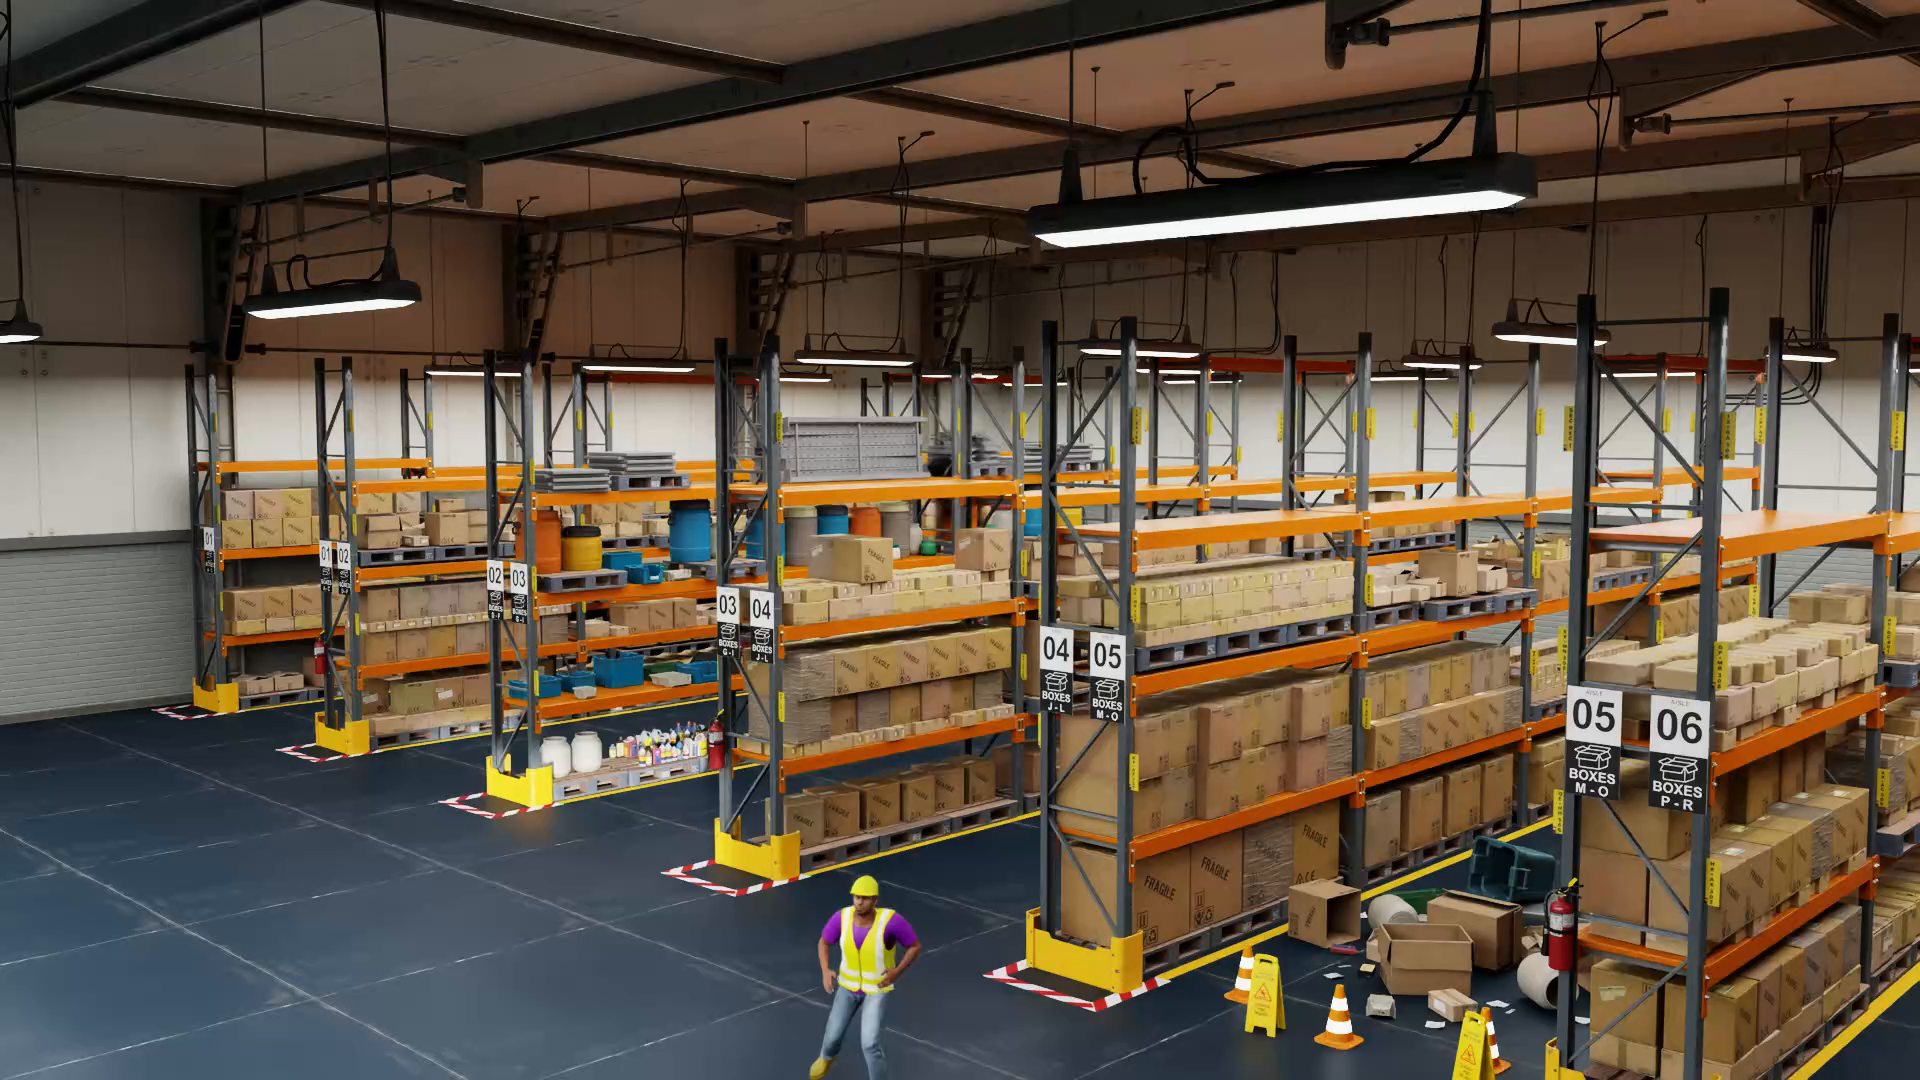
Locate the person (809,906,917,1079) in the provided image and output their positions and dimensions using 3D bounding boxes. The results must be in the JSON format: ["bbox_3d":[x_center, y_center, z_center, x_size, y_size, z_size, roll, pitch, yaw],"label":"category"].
[{"bbox_3d":[-0.763,3.482,12.470,0.889,1.523,0.744,1,4,12],"label":"person"}]
